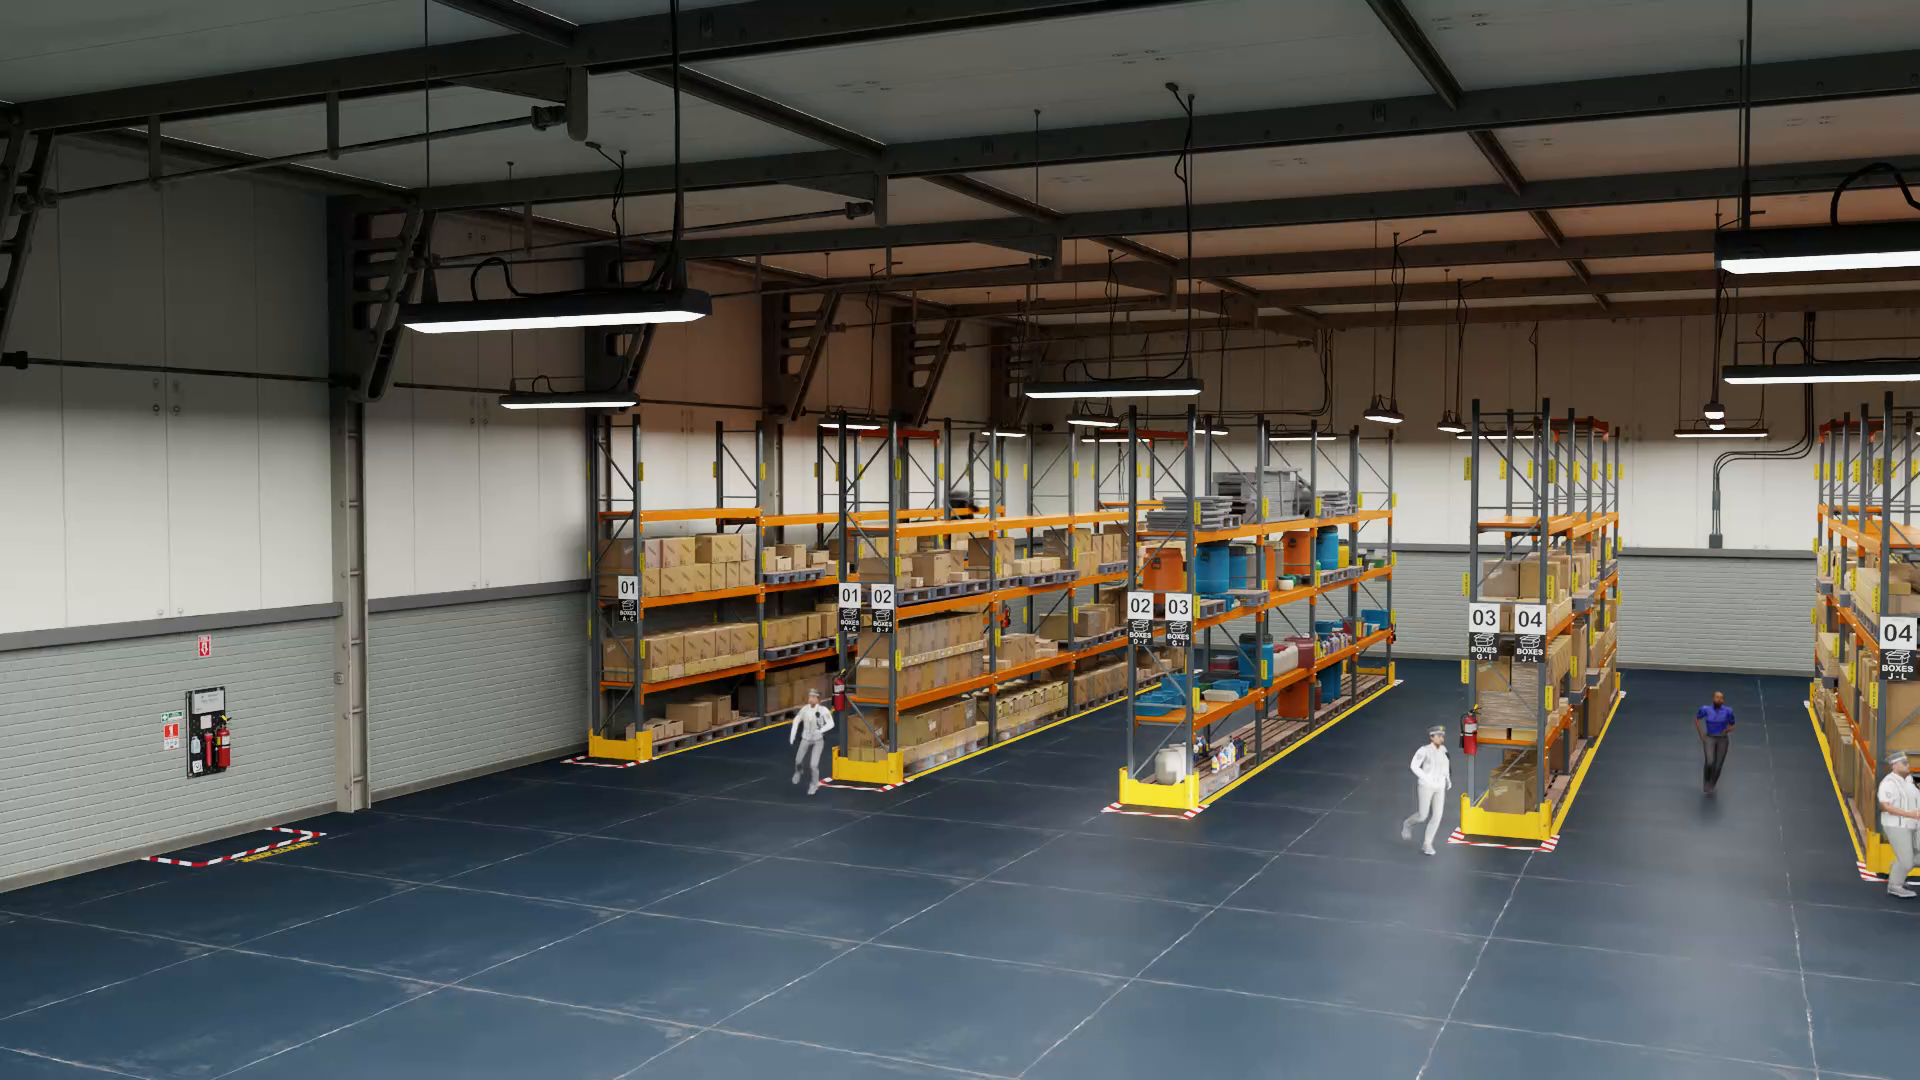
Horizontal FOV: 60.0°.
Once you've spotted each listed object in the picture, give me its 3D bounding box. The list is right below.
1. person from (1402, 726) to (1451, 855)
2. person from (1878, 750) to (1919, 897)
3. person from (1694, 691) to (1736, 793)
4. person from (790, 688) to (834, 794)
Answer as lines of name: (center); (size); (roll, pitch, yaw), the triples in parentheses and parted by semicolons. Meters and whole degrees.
person: (6.238, 3.275, 22.077); (0.658, 1.663, 0.733); (-1, 2, -20)
person: (11.096, 3.328, 19.535); (0.702, 1.724, 0.538); (-1, 3, -24)
person: (11.665, 3.124, 25.665); (0.570, 1.608, 0.662); (1, 2, 16)
person: (-2.305, 3.132, 25.984); (0.719, 1.664, 0.494); (0, 2, 7)
